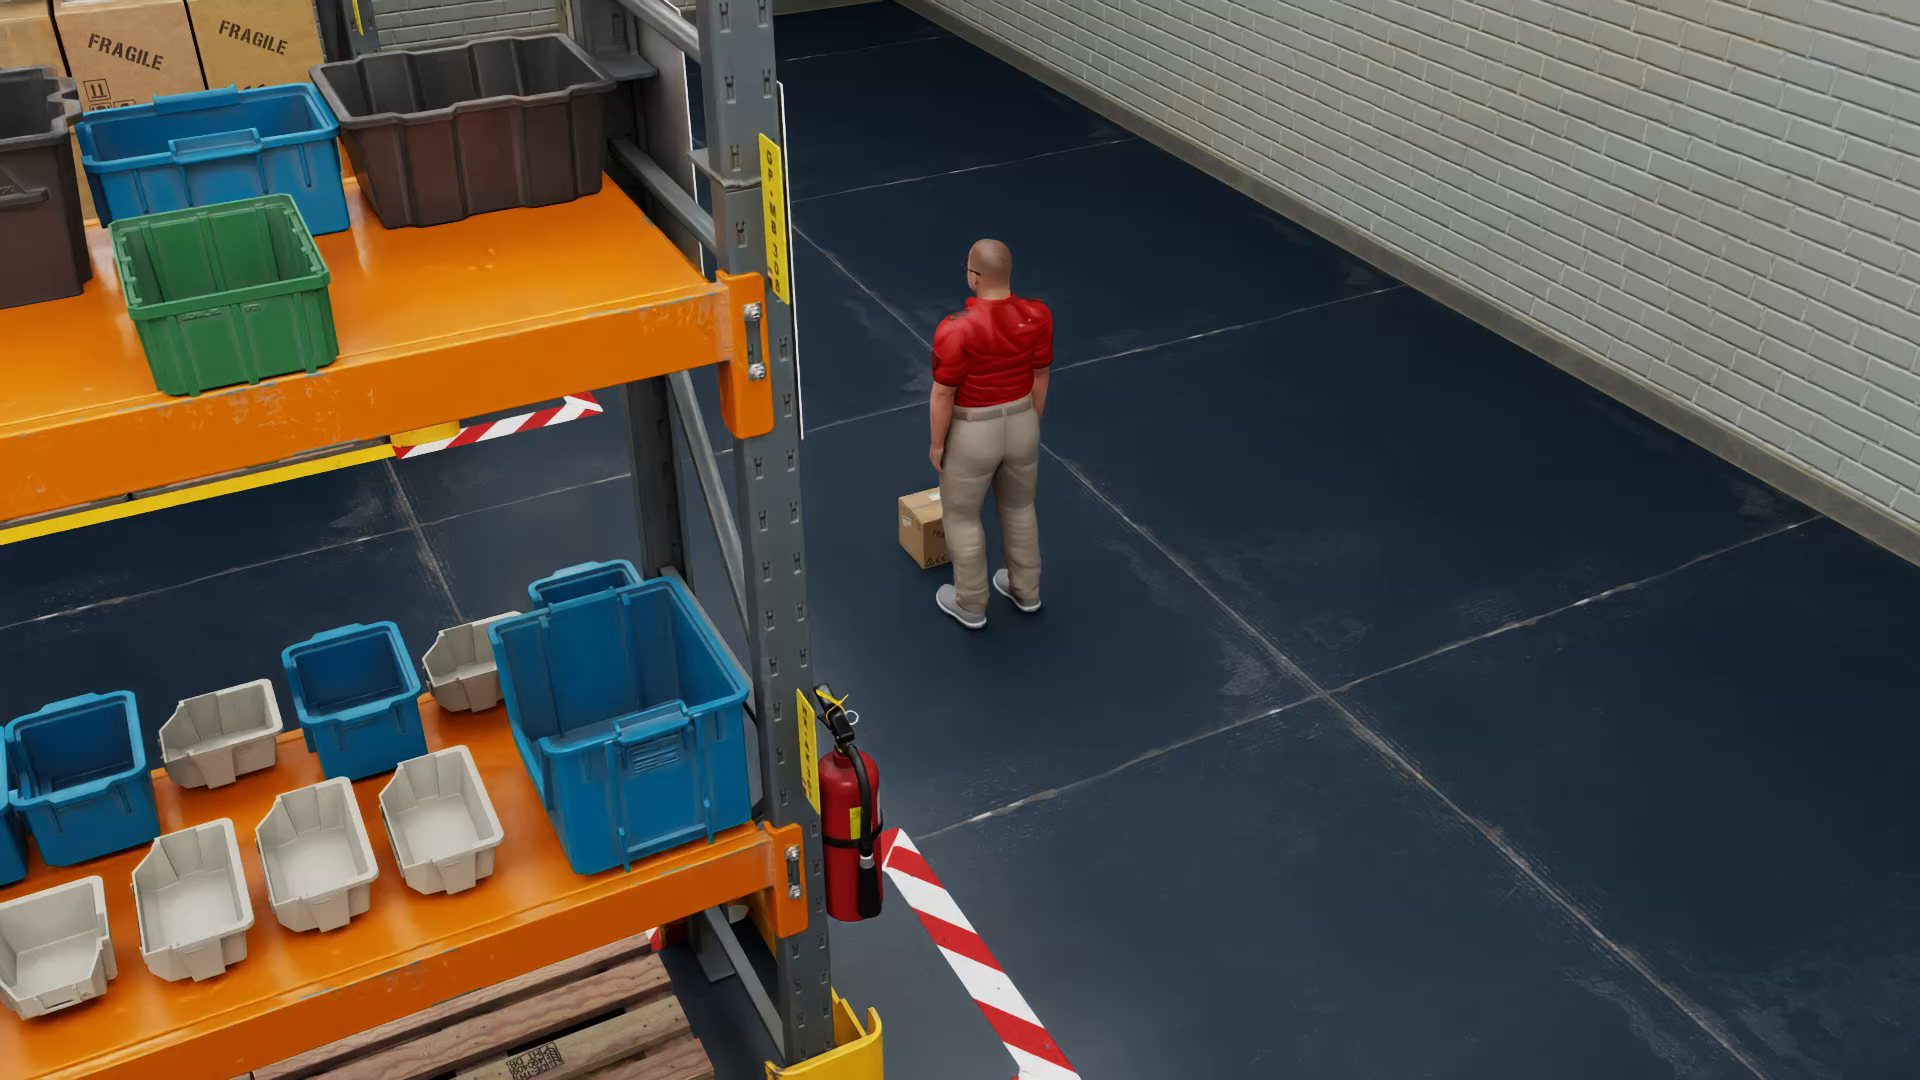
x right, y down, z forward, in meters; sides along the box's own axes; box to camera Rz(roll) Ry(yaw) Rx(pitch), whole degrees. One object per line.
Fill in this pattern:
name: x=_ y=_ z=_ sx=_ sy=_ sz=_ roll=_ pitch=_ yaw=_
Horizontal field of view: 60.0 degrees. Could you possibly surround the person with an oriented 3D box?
person: x=0.101 y=-0.439 z=6.843 sx=0.527 sy=1.724 sz=0.360 roll=-15 pitch=36 yaw=-22
